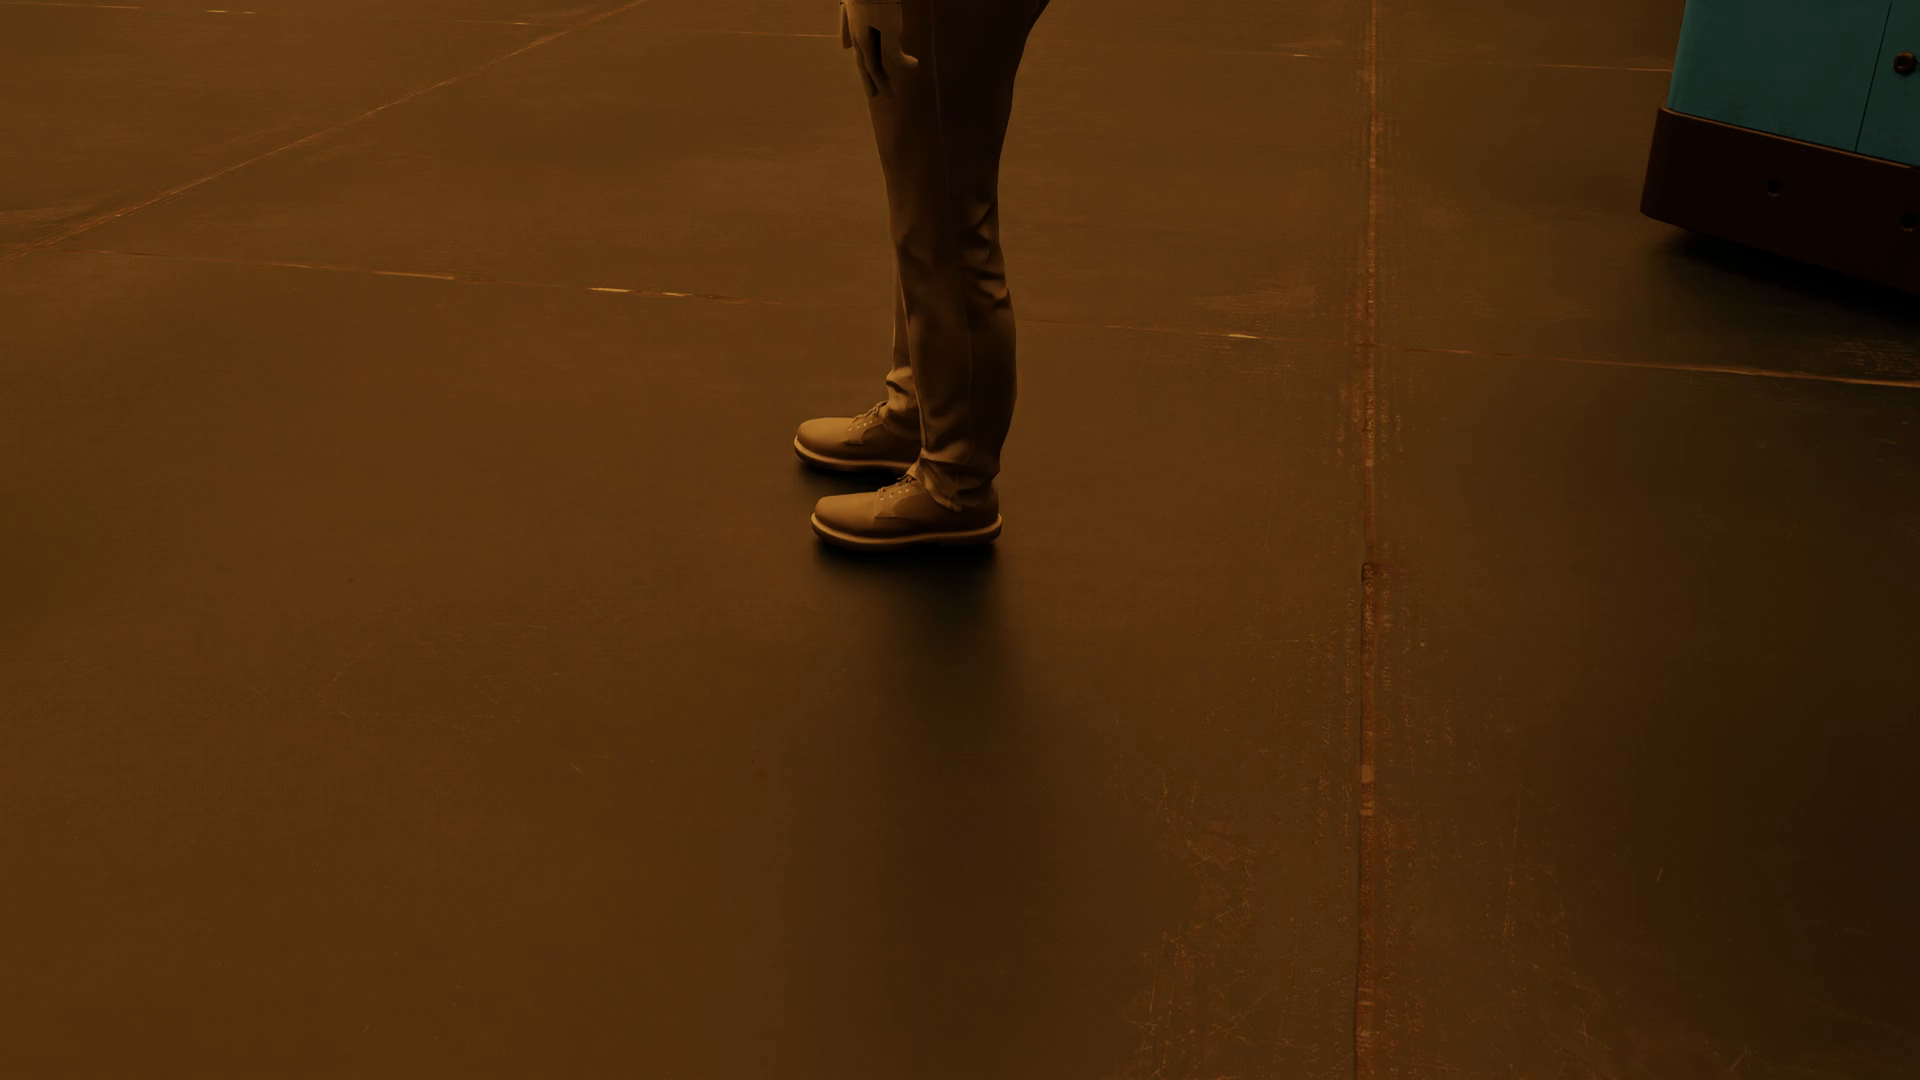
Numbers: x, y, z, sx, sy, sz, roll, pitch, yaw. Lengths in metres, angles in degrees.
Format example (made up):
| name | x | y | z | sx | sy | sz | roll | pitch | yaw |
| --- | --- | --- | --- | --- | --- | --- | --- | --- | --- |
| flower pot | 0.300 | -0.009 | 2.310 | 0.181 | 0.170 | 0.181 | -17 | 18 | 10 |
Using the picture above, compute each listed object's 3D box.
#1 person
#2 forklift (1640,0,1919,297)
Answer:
| name | x | y | z | sx | sy | sz | roll | pitch | yaw |
| --- | --- | --- | --- | --- | --- | --- | --- | --- | --- |
| person | -0.064 | -0.772 | 2.134 | 0.534 | 1.696 | 0.587 | 6 | 27 | 11 |
| forklift | 3.105 | -2.151 | 3.510 | 3.031 | 2.935 | 1.130 | -15 | 30 | -27 |
